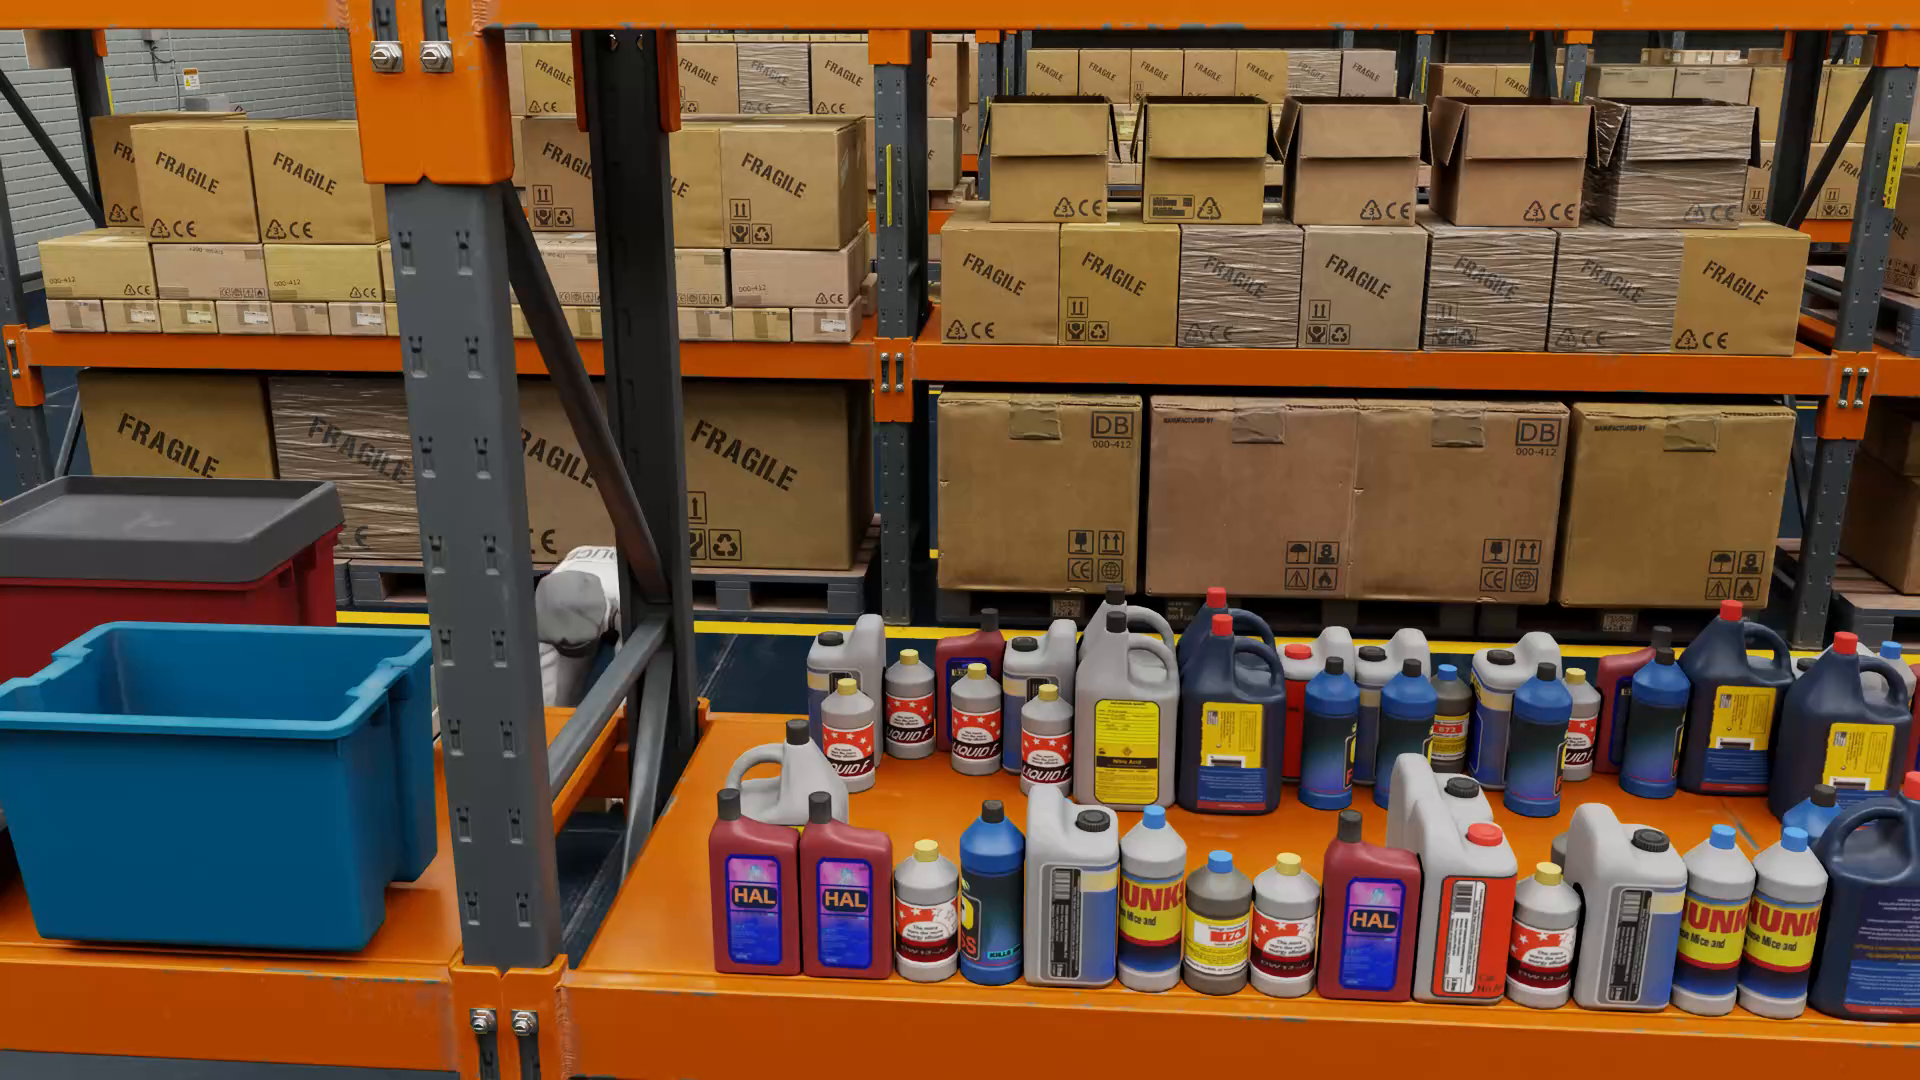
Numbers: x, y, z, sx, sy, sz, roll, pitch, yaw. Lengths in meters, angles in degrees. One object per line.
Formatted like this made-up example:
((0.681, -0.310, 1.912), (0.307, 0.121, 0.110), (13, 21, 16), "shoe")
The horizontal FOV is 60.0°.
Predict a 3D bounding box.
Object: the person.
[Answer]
((-1.211, 0.487, 5.590), (0.447, 1.018, 0.920), (0, 18, 1), "person")
